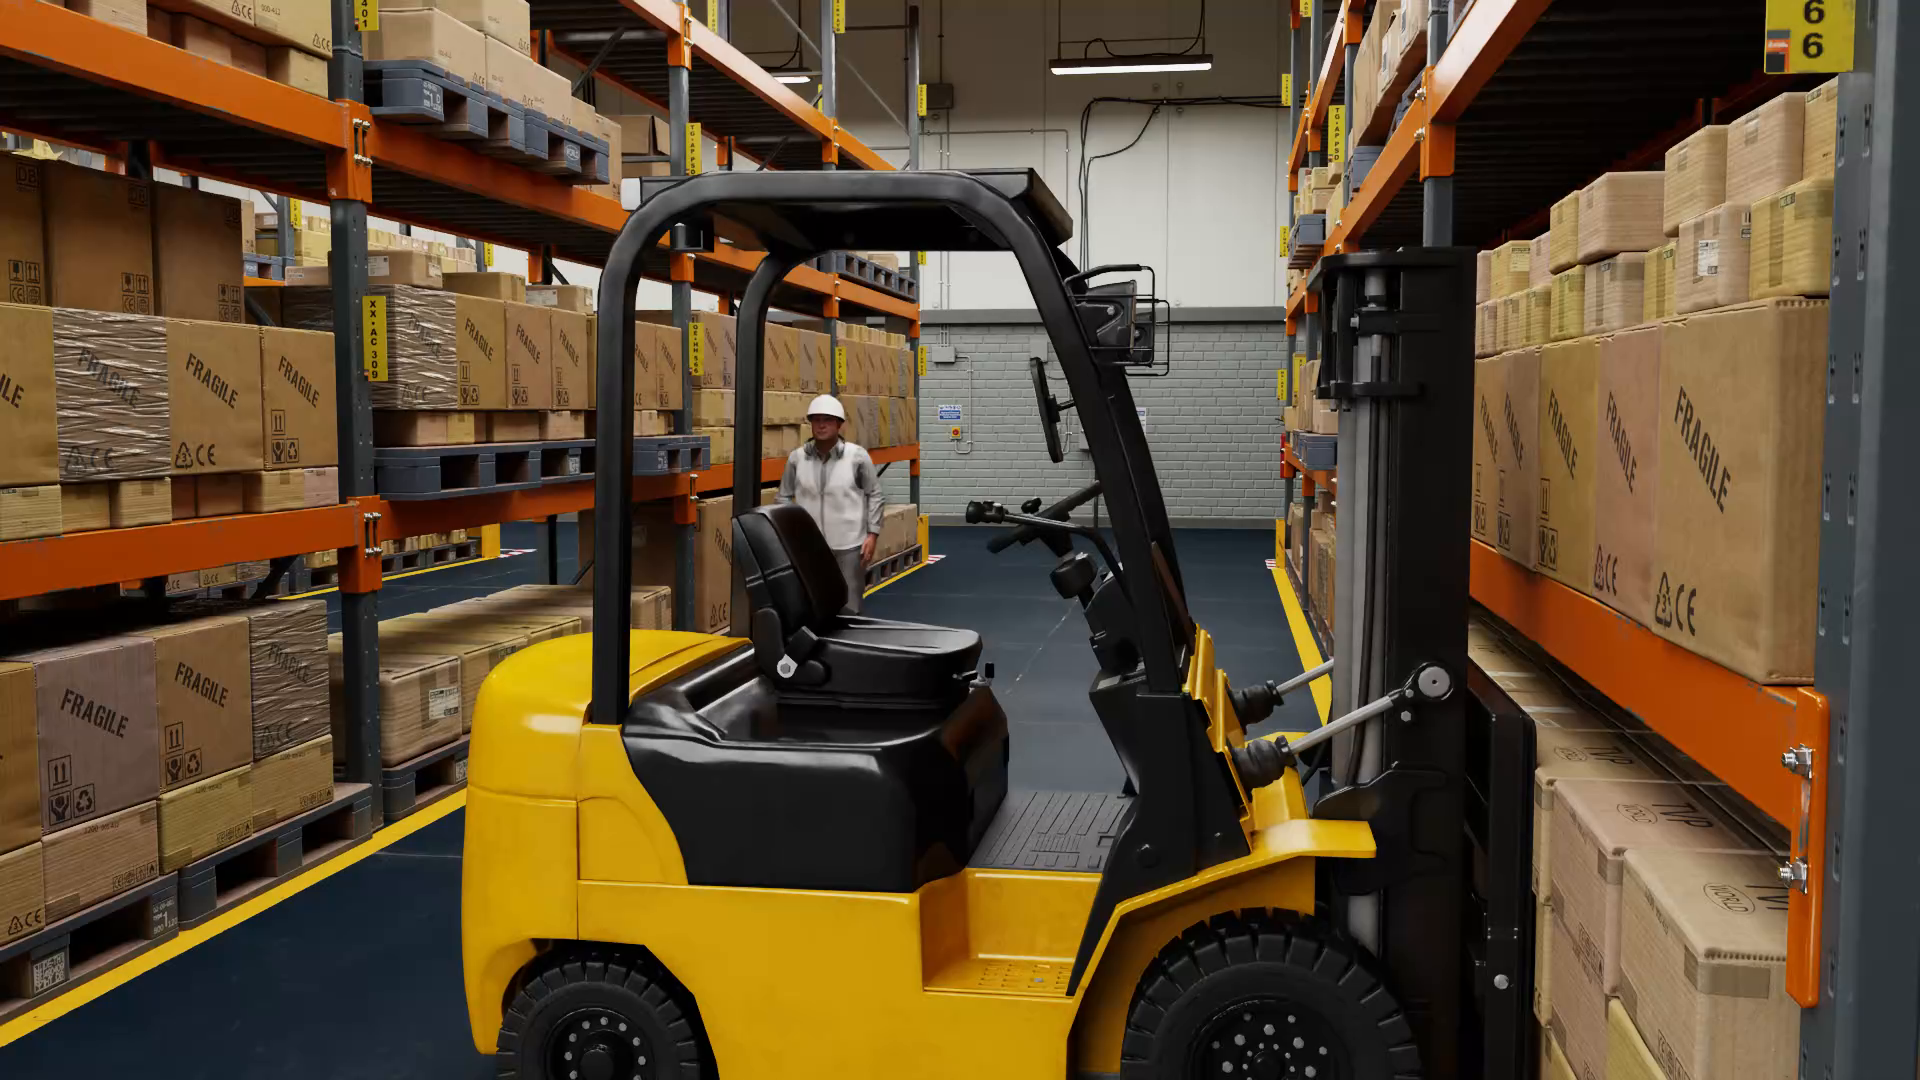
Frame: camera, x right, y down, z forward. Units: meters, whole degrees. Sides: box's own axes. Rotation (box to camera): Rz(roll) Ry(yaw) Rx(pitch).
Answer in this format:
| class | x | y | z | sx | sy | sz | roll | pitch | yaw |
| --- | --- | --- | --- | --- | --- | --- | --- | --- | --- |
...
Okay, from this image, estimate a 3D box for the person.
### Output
| class | x | y | z | sx | sy | sz | roll | pitch | yaw |
| --- | --- | --- | --- | --- | --- | --- | --- | --- | --- |
| person | -0.767 | 0.026 | 9.752 | 0.658 | 1.751 | 0.500 | 1 | 4 | 10 |
